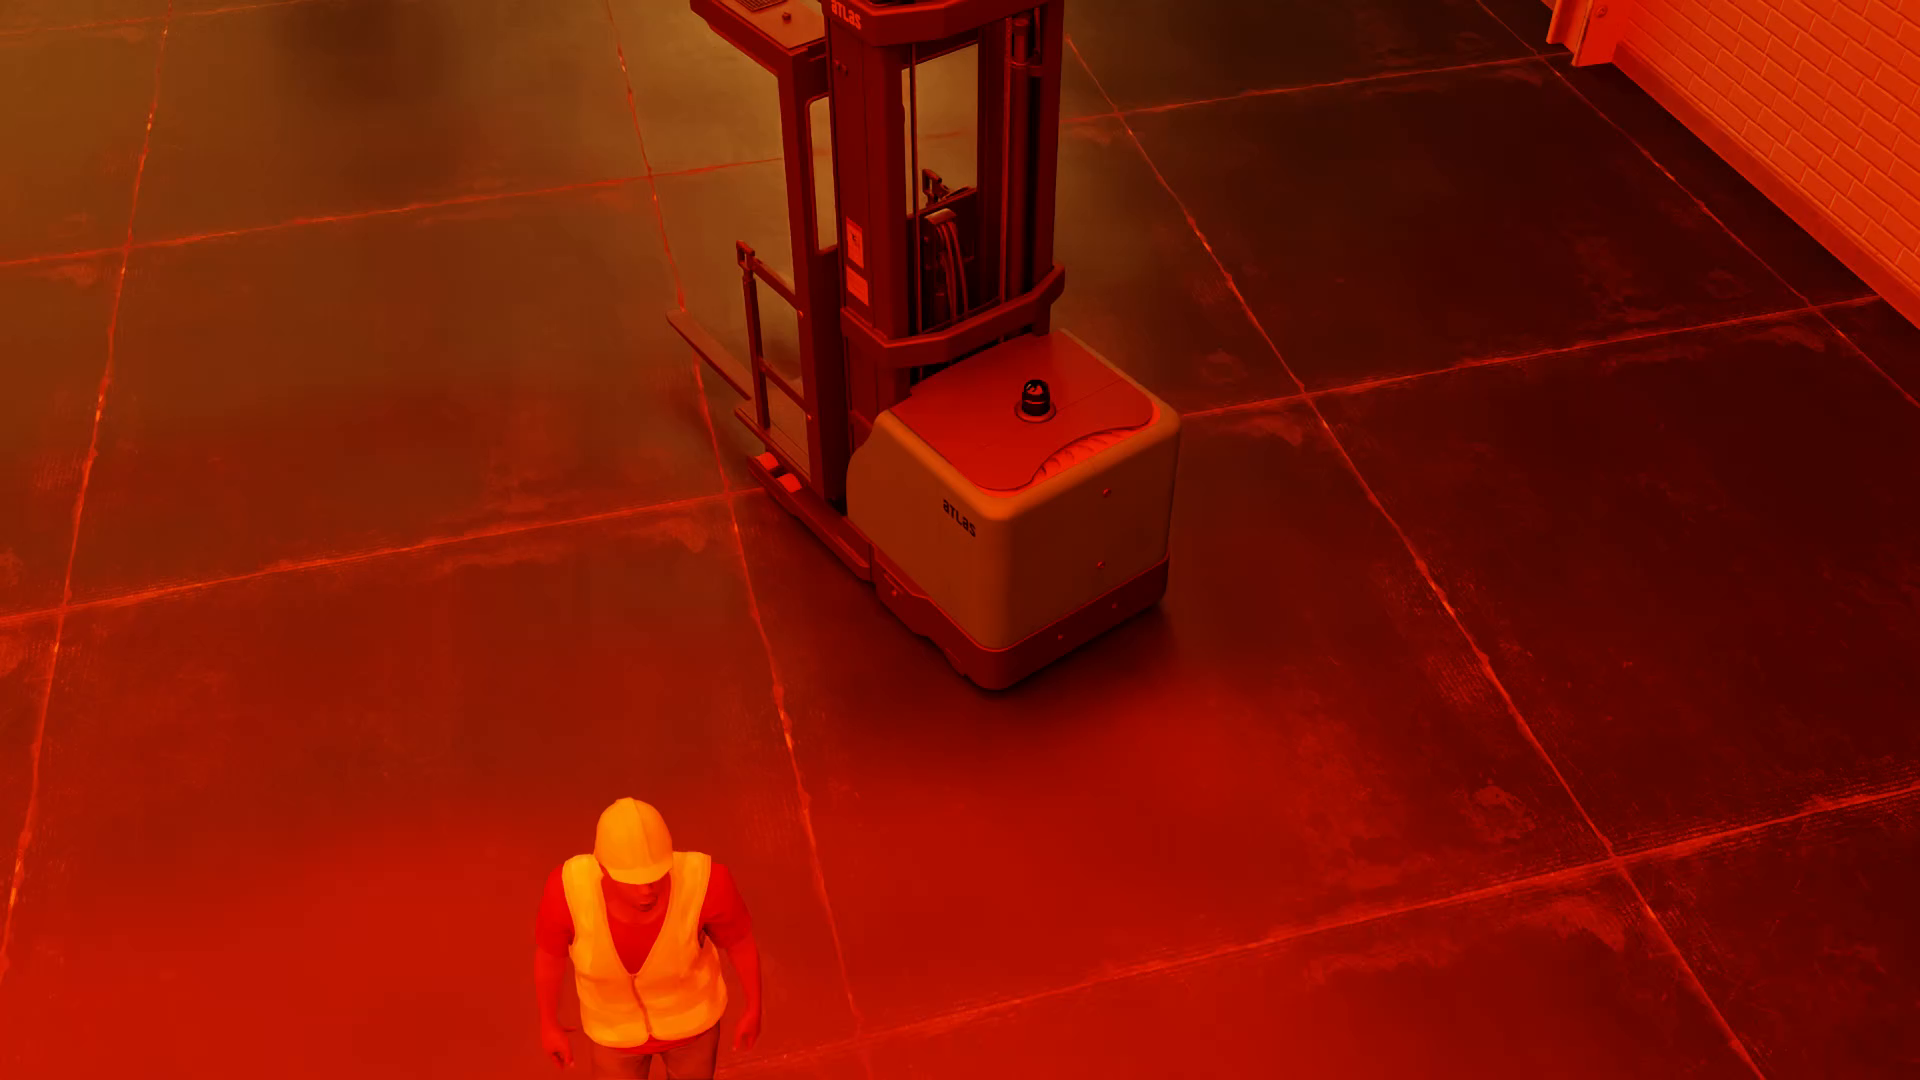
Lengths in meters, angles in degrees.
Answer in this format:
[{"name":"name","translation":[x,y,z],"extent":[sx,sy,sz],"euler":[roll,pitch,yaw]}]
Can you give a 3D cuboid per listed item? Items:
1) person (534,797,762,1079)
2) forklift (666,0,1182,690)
[{"name":"person","translation":[-0.908,1.465,4.933],"extent":[0.666,1.766,0.577],"euler":[-6,44,-6]},{"name":"forklift","translation":[-0.366,-1.399,7.126],"extent":[1.130,2.935,3.031],"euler":[-27,50,-26]}]
